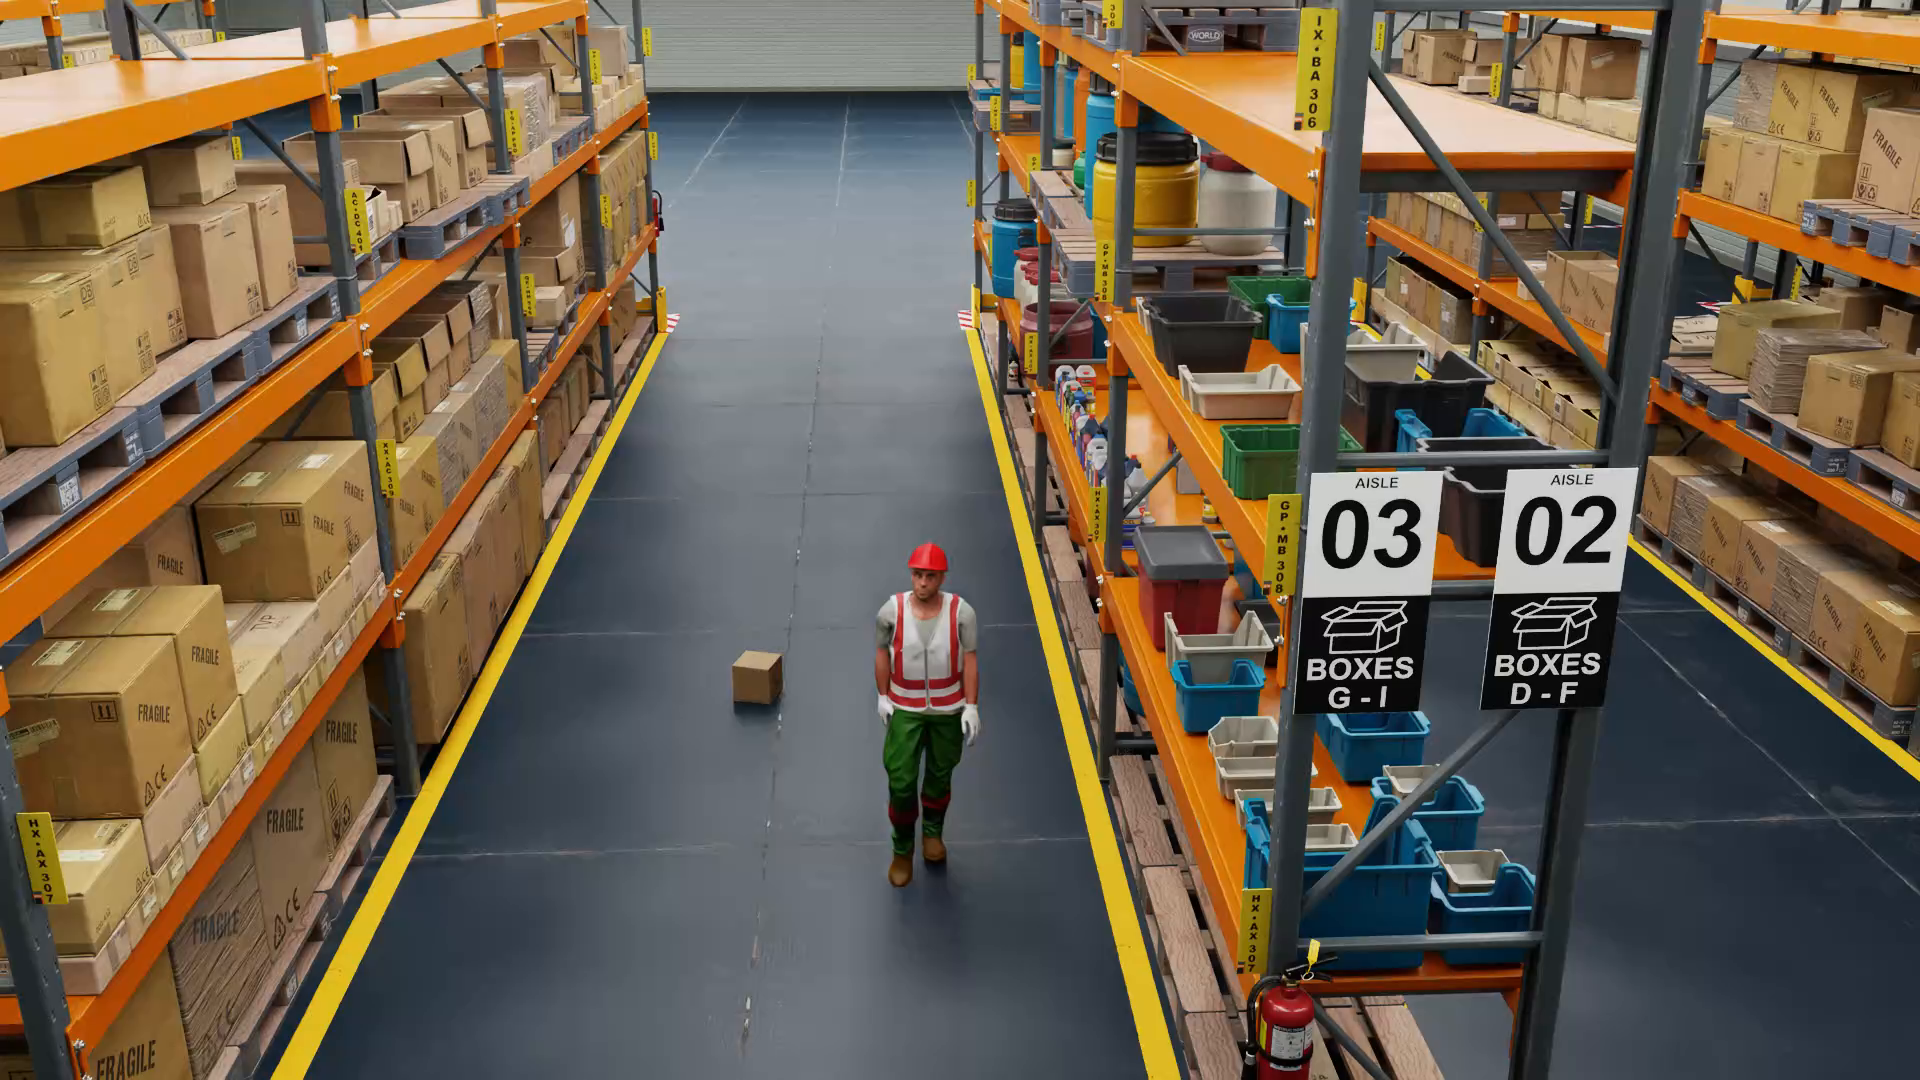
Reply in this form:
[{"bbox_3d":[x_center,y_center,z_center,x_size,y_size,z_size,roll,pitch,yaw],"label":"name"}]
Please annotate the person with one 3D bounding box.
[{"bbox_3d":[-0.165,0.896,8.589,0.533,1.826,0.494,-2,20,-4],"label":"person"}]
